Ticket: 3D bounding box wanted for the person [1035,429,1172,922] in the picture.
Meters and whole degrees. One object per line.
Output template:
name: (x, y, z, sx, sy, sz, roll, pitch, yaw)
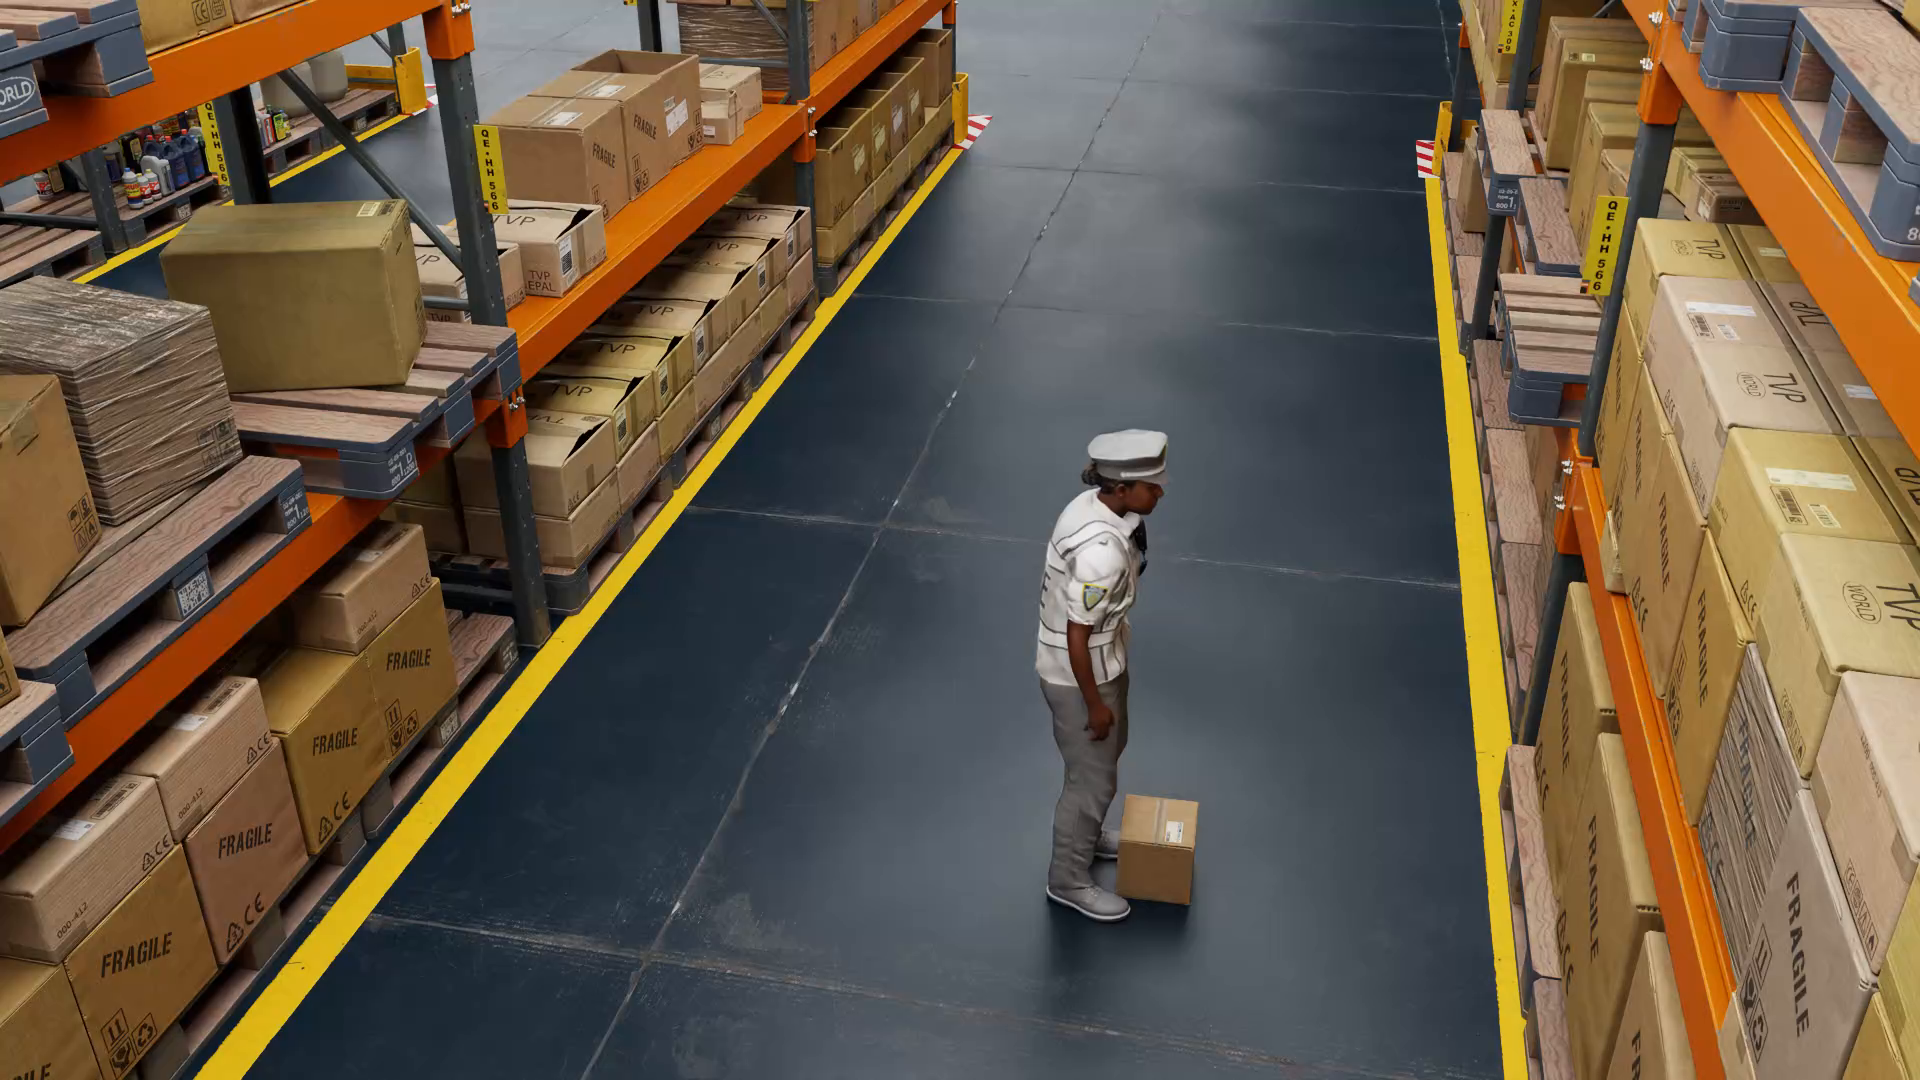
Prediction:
person: (0.442, 0.421, 5.365, 0.394, 1.660, 0.507, 6, 30, 11)
